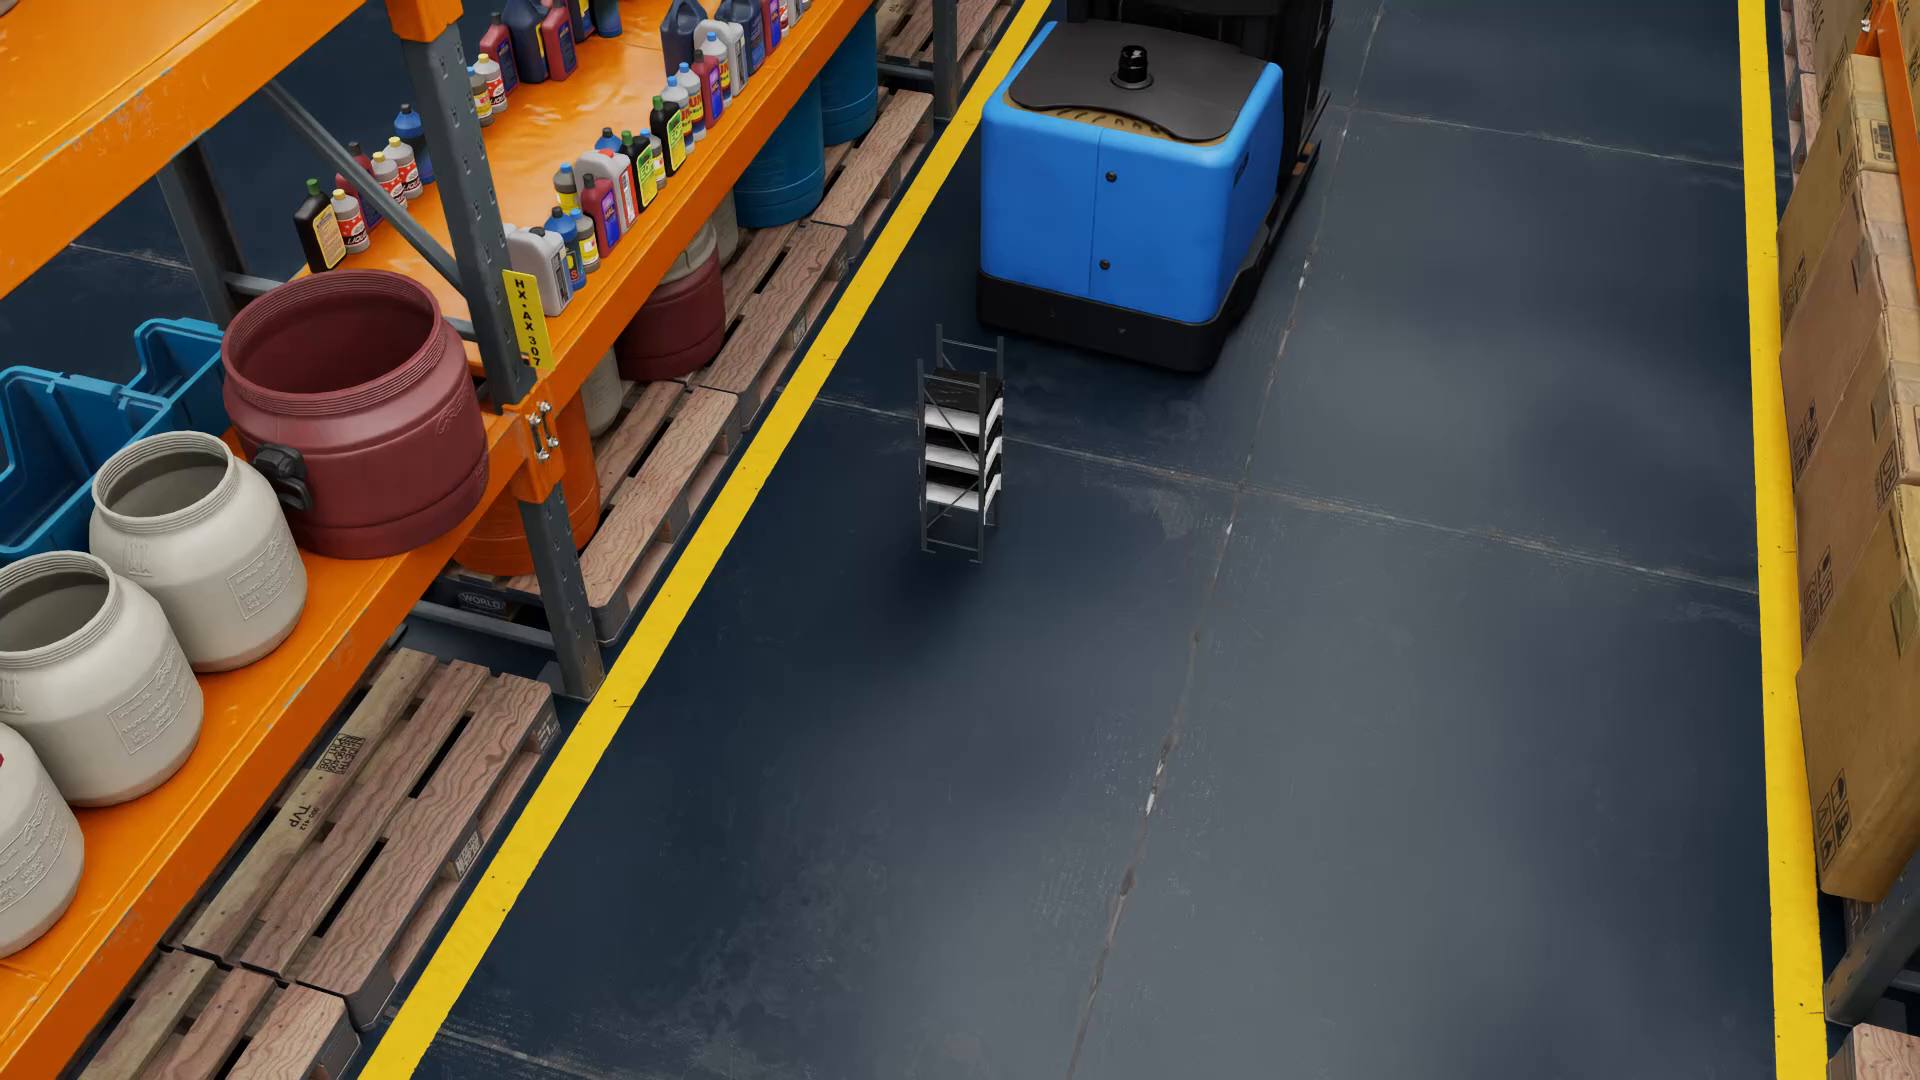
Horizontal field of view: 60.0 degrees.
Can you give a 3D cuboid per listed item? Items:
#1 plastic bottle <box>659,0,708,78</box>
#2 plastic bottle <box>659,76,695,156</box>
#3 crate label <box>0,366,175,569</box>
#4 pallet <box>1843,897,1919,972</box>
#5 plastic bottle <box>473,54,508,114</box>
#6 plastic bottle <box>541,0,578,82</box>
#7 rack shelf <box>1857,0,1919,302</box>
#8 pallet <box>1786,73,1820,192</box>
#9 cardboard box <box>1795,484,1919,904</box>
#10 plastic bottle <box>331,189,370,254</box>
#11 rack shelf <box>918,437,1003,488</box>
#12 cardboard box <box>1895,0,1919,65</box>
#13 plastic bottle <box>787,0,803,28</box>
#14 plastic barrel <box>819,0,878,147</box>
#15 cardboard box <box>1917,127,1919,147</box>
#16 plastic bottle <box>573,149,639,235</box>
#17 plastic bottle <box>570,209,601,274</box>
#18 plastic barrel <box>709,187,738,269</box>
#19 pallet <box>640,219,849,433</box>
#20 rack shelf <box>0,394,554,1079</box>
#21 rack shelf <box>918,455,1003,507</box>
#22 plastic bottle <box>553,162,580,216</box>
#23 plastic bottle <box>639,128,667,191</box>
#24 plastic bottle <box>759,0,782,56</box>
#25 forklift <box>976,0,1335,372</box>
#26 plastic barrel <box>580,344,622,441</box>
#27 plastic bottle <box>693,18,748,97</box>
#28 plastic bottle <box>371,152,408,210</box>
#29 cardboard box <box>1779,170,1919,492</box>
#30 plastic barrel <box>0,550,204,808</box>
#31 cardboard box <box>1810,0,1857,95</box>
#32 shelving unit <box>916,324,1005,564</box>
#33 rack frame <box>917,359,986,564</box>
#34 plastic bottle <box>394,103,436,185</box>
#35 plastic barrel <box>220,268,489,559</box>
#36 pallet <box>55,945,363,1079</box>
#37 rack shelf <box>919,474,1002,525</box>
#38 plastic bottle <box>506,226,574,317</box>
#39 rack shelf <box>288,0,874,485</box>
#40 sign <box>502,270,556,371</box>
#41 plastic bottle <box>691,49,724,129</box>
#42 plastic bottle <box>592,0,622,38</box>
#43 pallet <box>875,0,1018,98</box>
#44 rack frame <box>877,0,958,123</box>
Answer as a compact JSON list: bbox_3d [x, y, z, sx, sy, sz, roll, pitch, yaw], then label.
[{"bbox_3d":[-0.994,-1.833,6.014,0.144,0.351,0.185,13,46,13],"label":"plastic bottle"},{"bbox_3d":[-0.969,-1.455,5.684,0.097,0.271,0.097,0,44,0],"label":"plastic bottle"},{"bbox_3d":[-2.278,-0.066,4.148,0.502,0.435,0.616,13,46,13],"label":"crate label"},{"bbox_3d":[3.311,0.878,5.202,1.003,0.211,1.213,13,46,13],"label":"pallet"},{"bbox_3d":[-1.675,-1.628,5.912,0.097,0.201,0.097,0,44,0],"label":"plastic bottle"},{"bbox_3d":[-1.464,-1.831,6.060,0.061,0.283,0.133,13,46,13],"label":"plastic bottle"},{"bbox_3d":[3.606,-0.685,5.320,1.077,0.370,4.000,13,46,13],"label":"rack shelf"},{"bbox_3d":[4.517,-1.769,7.907,1.003,0.211,1.213,13,46,13],"label":"pallet"},{"bbox_3d":[3.230,0.544,4.768,1.225,0.875,0.875,11,45,11],"label":"cardboard box"},{"bbox_3d":[-1.951,-1.020,5.290,0.097,0.201,0.097,0,44,0],"label":"plastic bottle"},{"bbox_3d":[0.002,-0.303,5.964,0.258,0.077,0.200,13,46,12],"label":"rack shelf"},{"bbox_3d":[3.835,-2.058,6.137,0.500,0.500,0.500,13,46,13],"label":"cardboard box"},{"bbox_3d":[-0.694,-2.125,6.366,0.152,0.276,0.135,13,46,13],"label":"plastic bottle"},{"bbox_3d":[-0.689,-2.366,7.723,0.600,0.901,0.708,13,46,13],"label":"plastic barrel"},{"bbox_3d":[3.531,-1.389,5.453,0.500,0.500,0.500,12,46,12],"label":"cardboard box"},{"bbox_3d":[-1.140,-1.142,5.361,0.152,0.276,0.135,13,46,13],"label":"plastic bottle"},{"bbox_3d":[-1.190,-0.944,5.212,0.097,0.201,0.097,0,44,0],"label":"plastic bottle"},{"bbox_3d":[-1.160,-1.397,7.012,0.421,0.512,0.421,0,44,0],"label":"plastic barrel"},{"bbox_3d":[-1.149,-1.007,7.128,1.003,0.211,1.213,13,46,13],"label":"pallet"},{"bbox_3d":[-2.325,0.932,3.667,1.077,0.370,4.000,13,46,13],"label":"rack shelf"},{"bbox_3d":[0.002,-0.239,6.027,0.258,0.077,0.200,13,46,12],"label":"rack shelf"},{"bbox_3d":[-1.265,-1.130,5.402,0.097,0.201,0.097,0,44,0],"label":"plastic bottle"},{"bbox_3d":[-1.039,-1.276,5.552,0.097,0.201,0.097,0,44,0],"label":"plastic bottle"},{"bbox_3d":[-0.720,-1.964,6.196,0.061,0.283,0.133,13,46,13],"label":"plastic bottle"},{"bbox_3d":[1.094,-2.784,7.000,1.130,2.935,3.031,16,47,16],"label":"forklift"},{"bbox_3d":[-1.502,-0.644,6.242,0.421,0.512,0.421,0,44,0],"label":"plastic barrel"},{"bbox_3d":[-0.861,-1.758,5.991,0.152,0.276,0.135,13,46,13],"label":"plastic bottle"},{"bbox_3d":[-1.881,-1.174,5.447,0.097,0.201,0.097,0,44,0],"label":"plastic bottle"},{"bbox_3d":[3.768,-0.640,5.978,1.225,0.875,0.875,11,45,11],"label":"cardboard box"},{"bbox_3d":[-1.955,0.313,3.705,0.421,0.512,0.421,0,44,0],"label":"plastic barrel"},{"bbox_3d":[4.761,-2.689,8.072,0.875,0.875,0.875,13,46,13],"label":"cardboard box"},{"bbox_3d":[0.002,-0.327,5.941,0.258,0.900,0.210,13,46,12],"label":"shelving unit"},{"bbox_3d":[-0.028,-0.259,5.872,0.240,0.900,0.006,13,46,12],"label":"rack frame"},{"bbox_3d":[-1.823,-1.329,5.556,0.097,0.271,0.097,0,44,0],"label":"plastic bottle"},{"bbox_3d":[-1.571,-0.334,4.349,0.600,0.536,0.708,13,46,13],"label":"plastic barrel"},{"bbox_3d":[-2.362,1.657,4.406,1.003,0.211,1.213,13,46,13],"label":"pallet"},{"bbox_3d":[0.002,-0.175,6.090,0.258,0.077,0.200,13,46,12],"label":"rack shelf"},{"bbox_3d":[-1.281,-0.834,5.046,0.152,0.276,0.135,13,46,13],"label":"plastic bottle"},{"bbox_3d":[-1.114,-1.734,6.392,1.077,0.370,4.000,13,46,13],"label":"rack shelf"},{"bbox_3d":[-1.193,-0.605,4.607,0.100,0.325,0.005,13,46,13],"label":"sign"},{"bbox_3d":[-0.887,-1.597,5.821,0.061,0.283,0.133,13,46,13],"label":"plastic bottle"},{"bbox_3d":[-1.345,-2.047,6.289,0.097,0.271,0.097,0,44,0],"label":"plastic bottle"},{"bbox_3d":[-0.323,-2.826,8.987,1.003,0.211,1.213,13,46,13],"label":"pallet"},{"bbox_3d":[-0.508,-3.325,7.503,1.000,3.000,0.127,13,46,13],"label":"rack frame"}]
